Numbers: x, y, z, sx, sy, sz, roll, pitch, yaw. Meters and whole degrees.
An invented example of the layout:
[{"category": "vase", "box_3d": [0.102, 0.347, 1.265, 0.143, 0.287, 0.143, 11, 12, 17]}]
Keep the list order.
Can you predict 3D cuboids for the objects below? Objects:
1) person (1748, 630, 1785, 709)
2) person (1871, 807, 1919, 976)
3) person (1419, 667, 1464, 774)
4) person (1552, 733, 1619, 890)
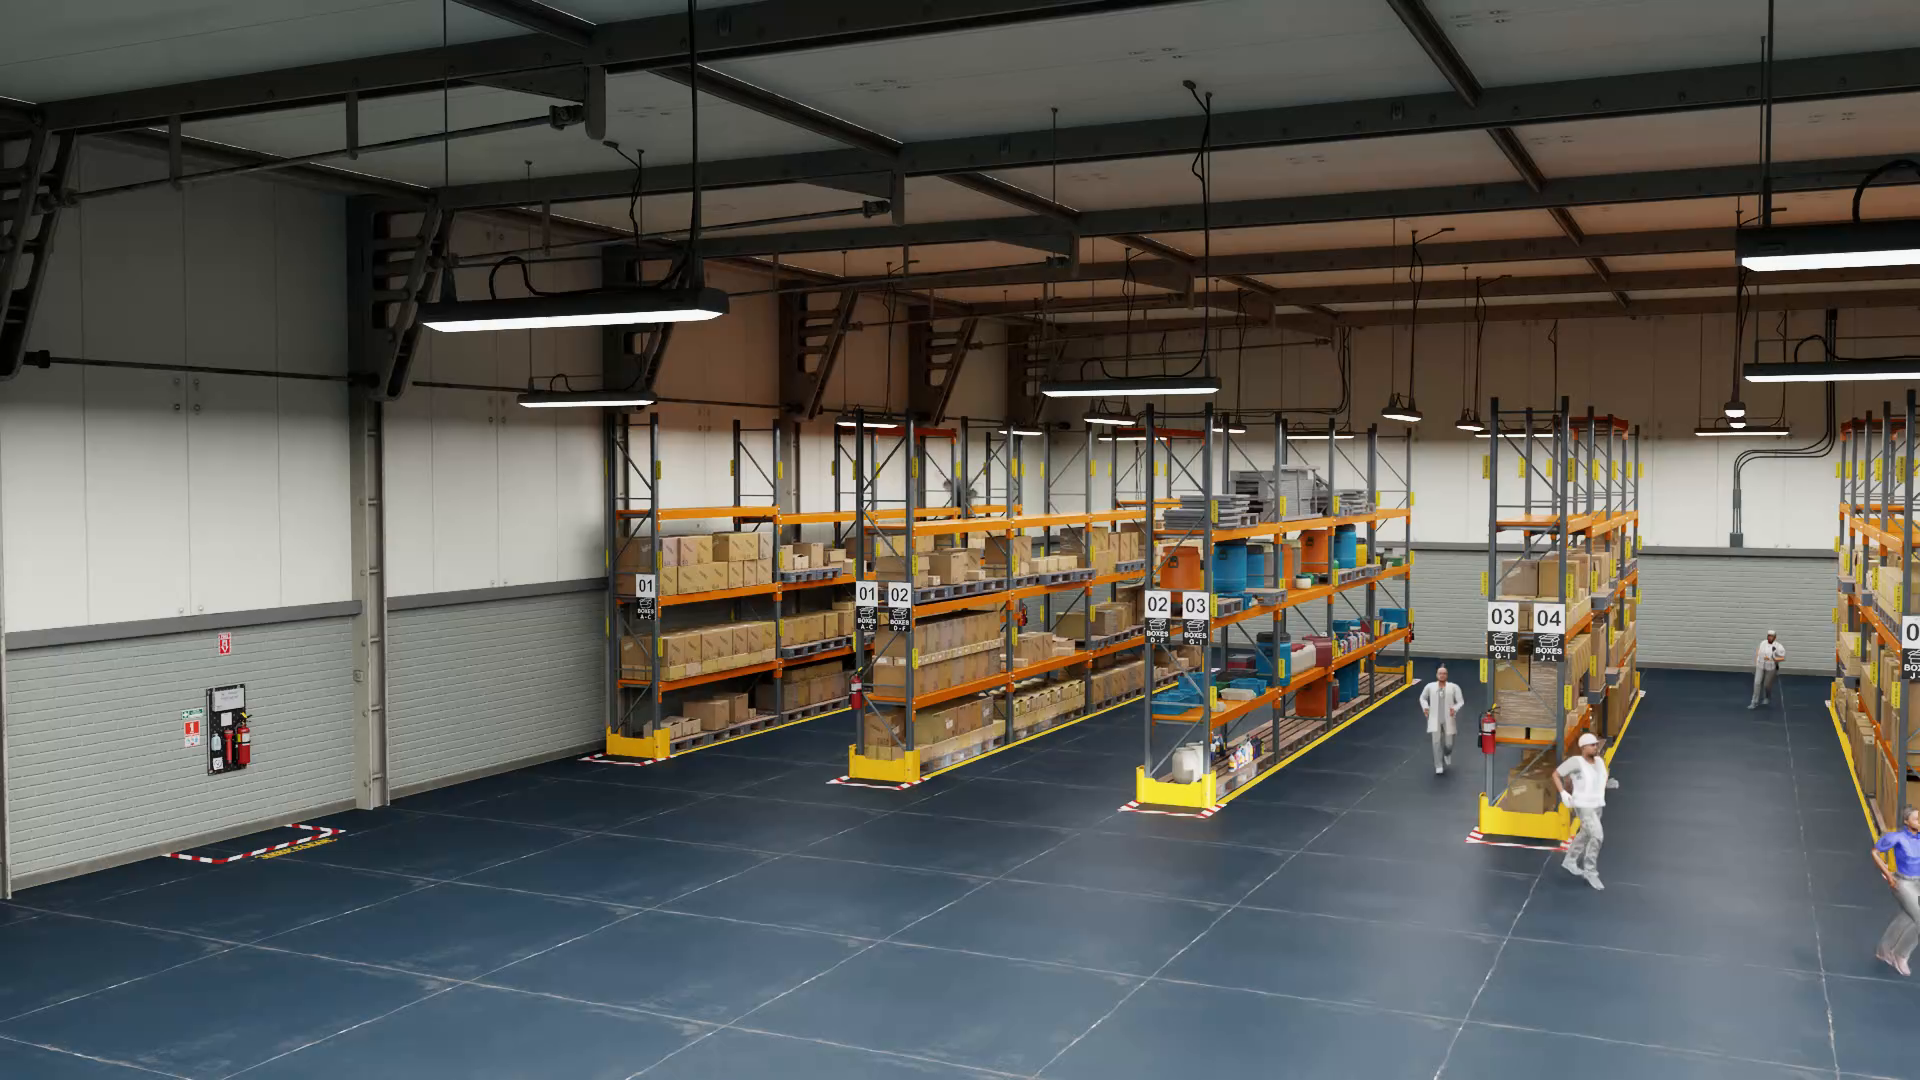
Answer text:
[{"category": "person", "box_3d": [17.028, 2.733, 34.956, 0.622, 1.682, 0.839, 2, 3, 44]}, {"category": "person", "box_3d": [9.471, 3.538, 16.563, 0.548, 1.600, 0.693, -1, 3, -25]}, {"category": "person", "box_3d": [7.970, 2.974, 27.553, 0.712, 1.730, 0.753, 1, 3, 17]}, {"category": "person", "box_3d": [7.594, 3.262, 20.121, 0.661, 1.846, 0.782, -2, 3, -34]}]
